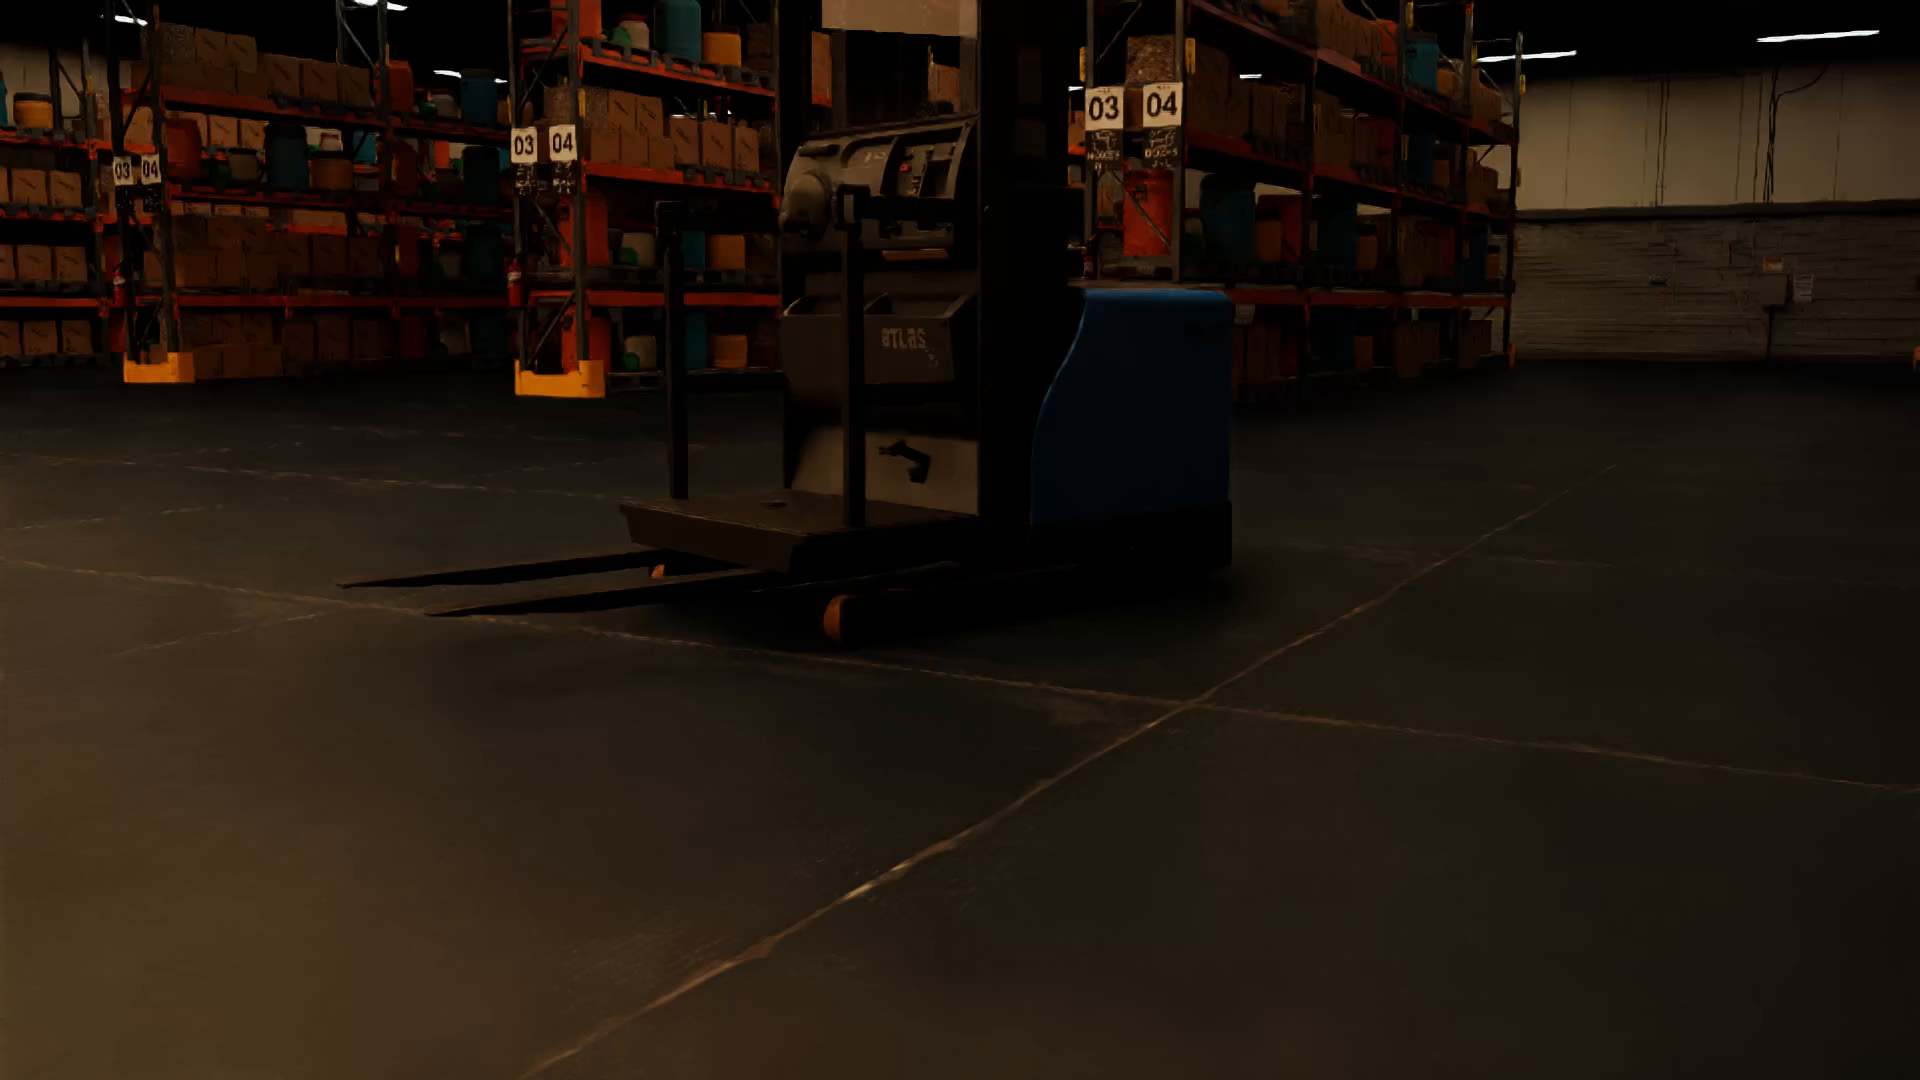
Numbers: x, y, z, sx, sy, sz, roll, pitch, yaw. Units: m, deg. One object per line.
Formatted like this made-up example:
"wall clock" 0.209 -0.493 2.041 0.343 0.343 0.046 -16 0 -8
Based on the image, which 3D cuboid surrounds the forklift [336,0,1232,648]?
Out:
"forklift" -0.441 -1.210 5.359 3.031 2.935 1.130 -7 10 -41
